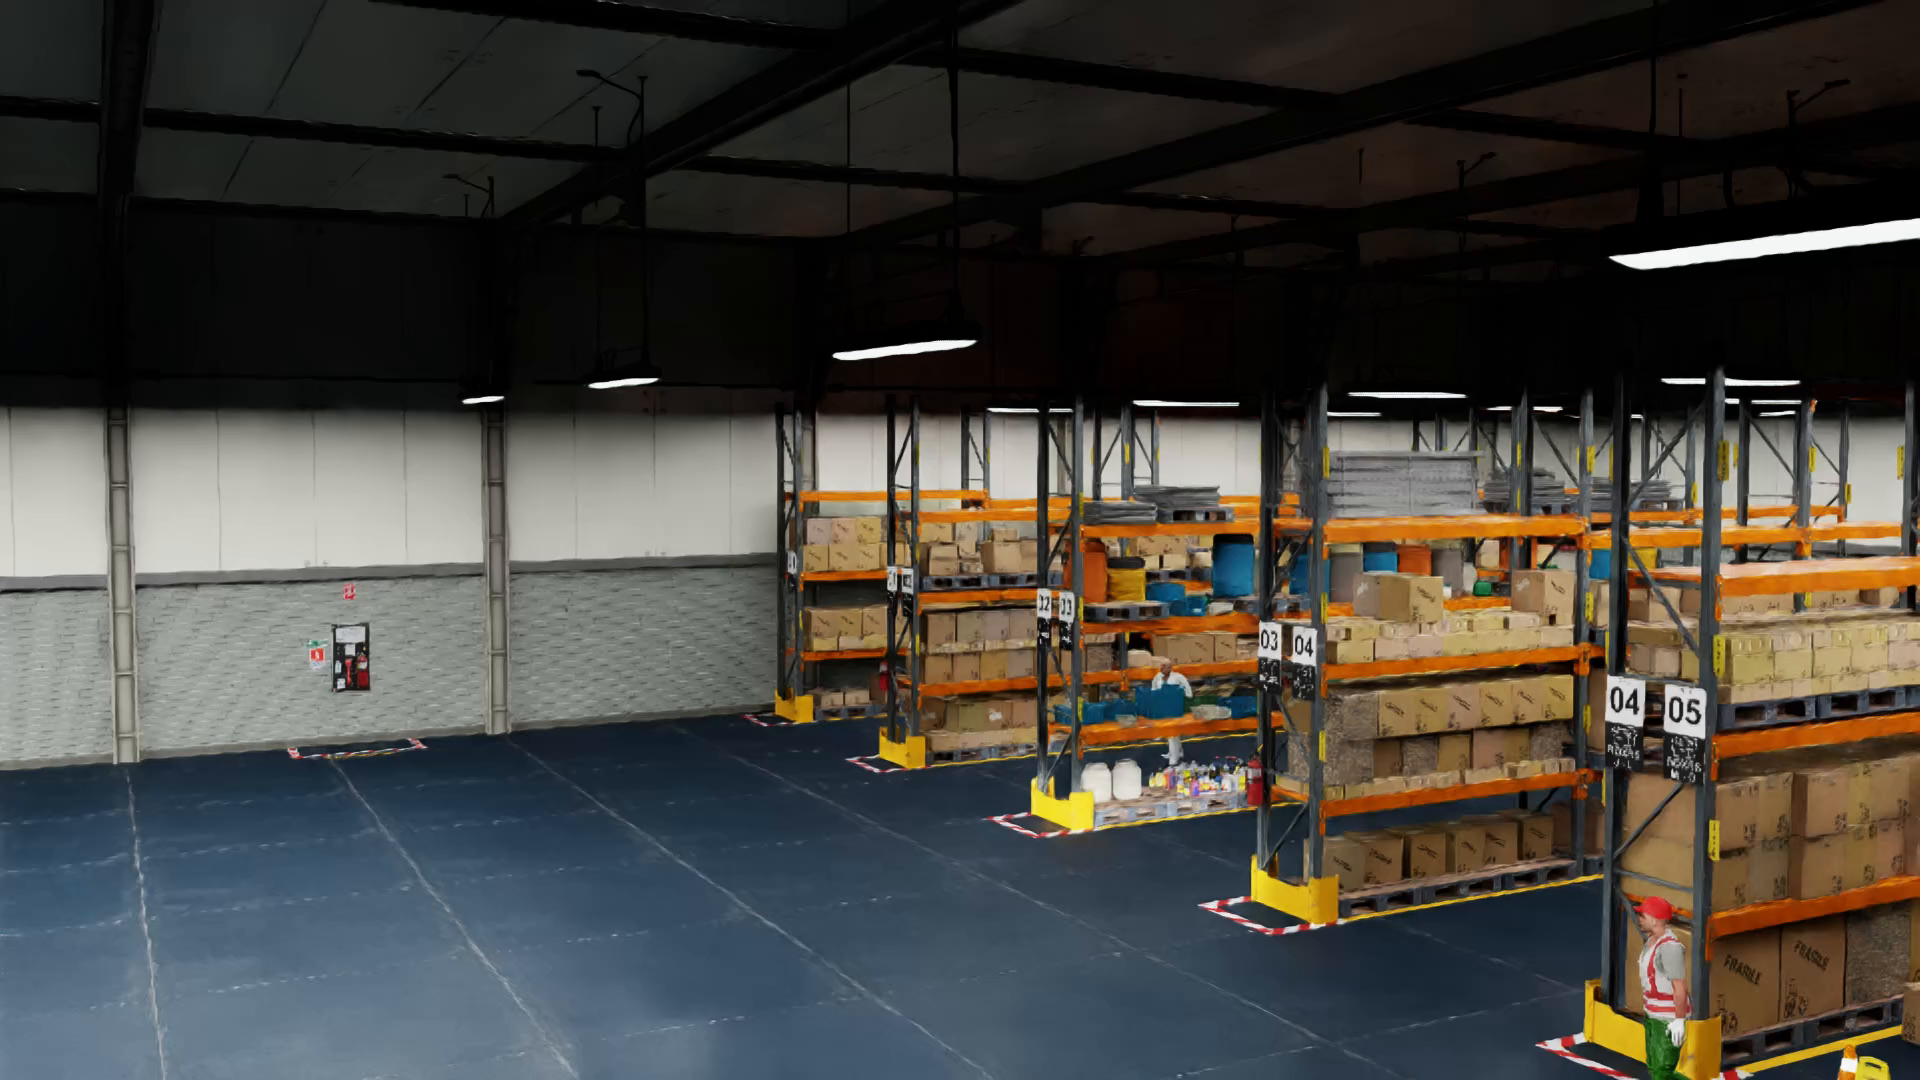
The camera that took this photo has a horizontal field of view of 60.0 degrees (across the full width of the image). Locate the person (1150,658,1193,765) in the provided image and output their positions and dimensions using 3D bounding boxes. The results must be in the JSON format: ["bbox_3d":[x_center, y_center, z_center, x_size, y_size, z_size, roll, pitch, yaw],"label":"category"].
[{"bbox_3d":[3.448,2.762,27.084,0.880,1.708,0.728,-3,4,-43],"label":"person"}]

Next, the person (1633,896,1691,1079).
[{"bbox_3d":[5.356,3.572,12.471,0.578,1.779,0.589,0,3,8],"label":"person"}]
